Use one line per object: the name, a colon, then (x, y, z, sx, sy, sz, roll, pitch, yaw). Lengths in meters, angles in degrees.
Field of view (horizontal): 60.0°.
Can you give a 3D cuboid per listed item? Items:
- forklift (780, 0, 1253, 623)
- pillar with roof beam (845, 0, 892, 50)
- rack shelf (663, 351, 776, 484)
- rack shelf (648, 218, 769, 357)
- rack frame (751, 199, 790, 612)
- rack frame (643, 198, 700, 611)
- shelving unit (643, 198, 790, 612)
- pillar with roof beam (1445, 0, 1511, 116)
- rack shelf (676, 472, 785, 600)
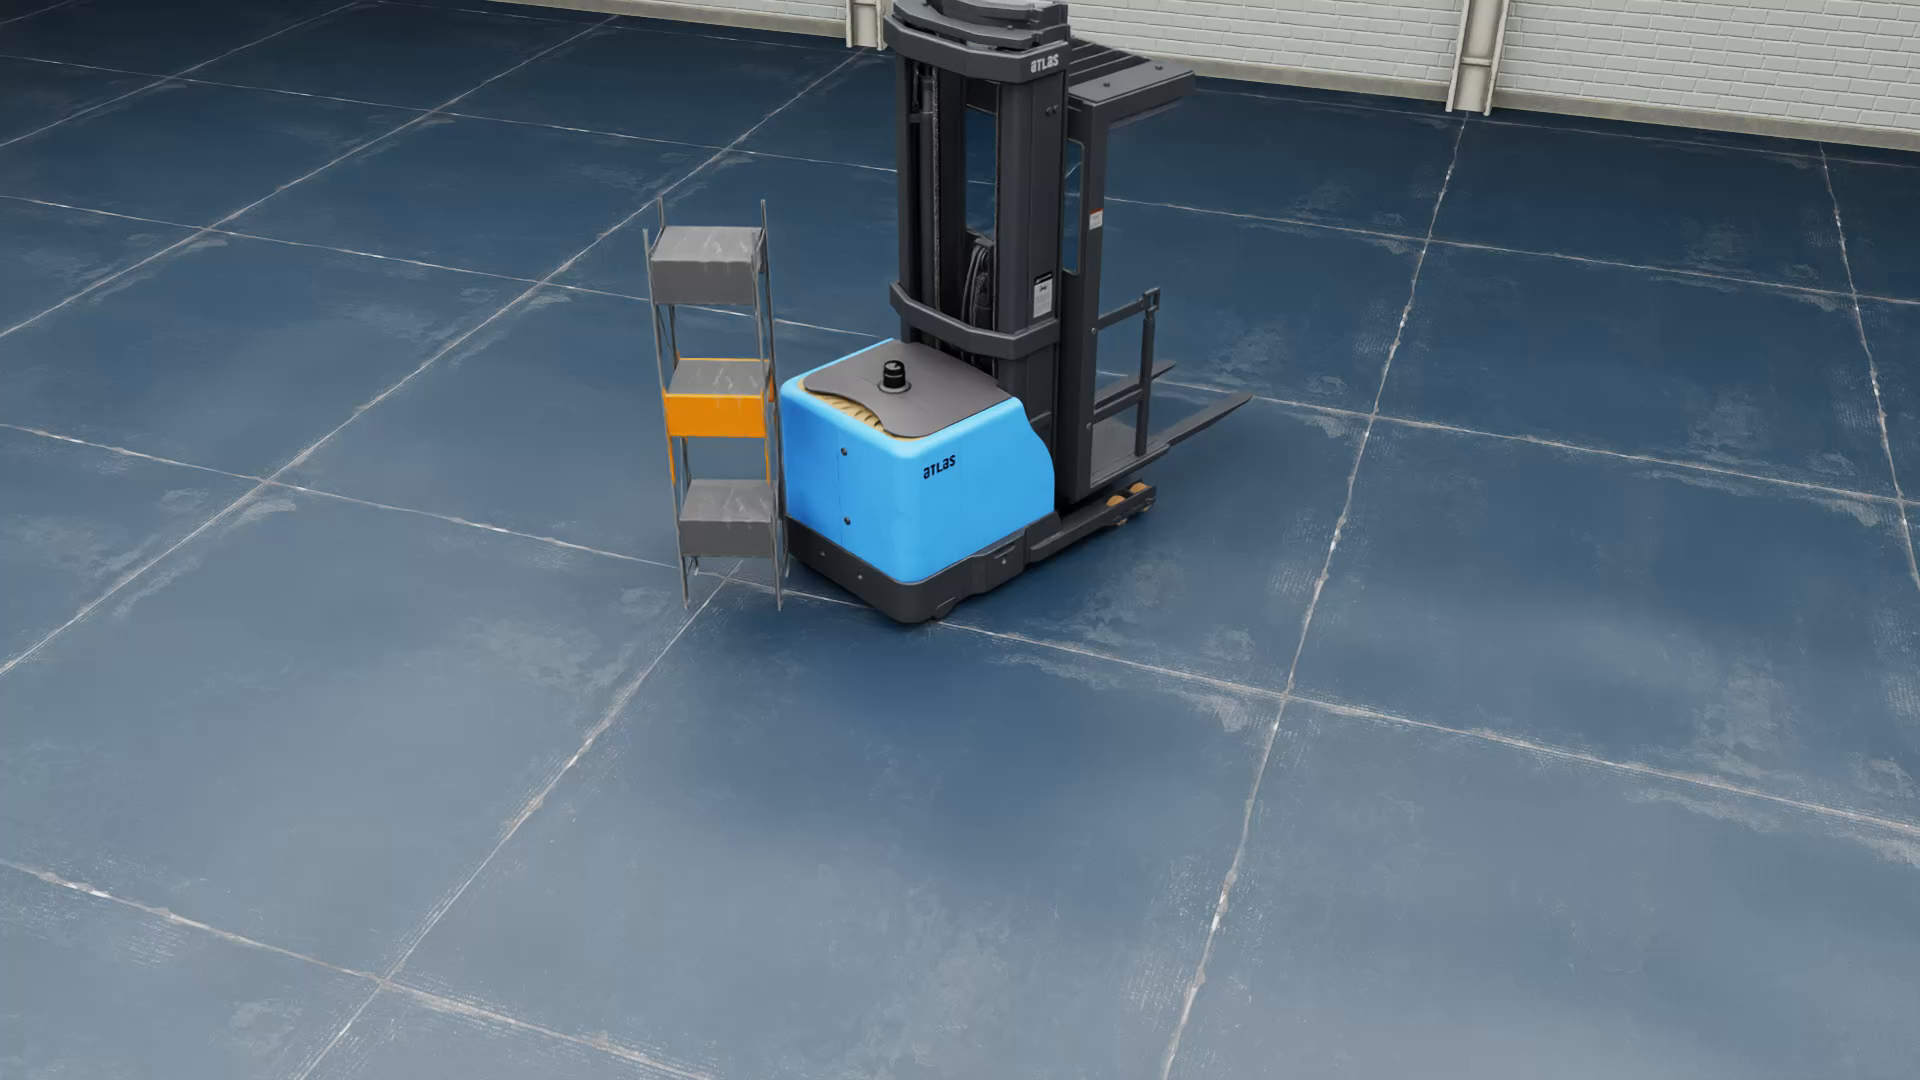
forklift: (0.474, -1.497, 8.835, 3.031, 2.935, 1.130, -27, 42, -36)
pillar with roof beam: (-2.381, -6.684, 11.275, 0.400, 9.000, 9.100, 11, 34, 16)
rack shelf: (-1.175, -0.608, 8.250, 0.480, 0.518, 0.431, 1, 33, 1)
rack shelf: (-1.175, -1.196, 7.870, 0.480, 0.518, 0.431, 1, 33, 1)
rack frame: (-0.931, -0.616, 8.236, 0.015, 2.100, 0.400, 1, 33, 1)
rack frame: (-1.419, -0.624, 8.248, 0.015, 2.100, 0.400, 1, 33, 1)
shelving unit: (-1.175, -0.620, 8.242, 0.503, 2.100, 0.431, 1, 33, 1)
pillar with roof beam: (3.267, -5.586, 9.574, 0.400, 9.000, 9.100, 11, 34, 16)
rack shelf: (-1.175, -0.020, 8.629, 0.480, 0.518, 0.431, 1, 33, 1)
